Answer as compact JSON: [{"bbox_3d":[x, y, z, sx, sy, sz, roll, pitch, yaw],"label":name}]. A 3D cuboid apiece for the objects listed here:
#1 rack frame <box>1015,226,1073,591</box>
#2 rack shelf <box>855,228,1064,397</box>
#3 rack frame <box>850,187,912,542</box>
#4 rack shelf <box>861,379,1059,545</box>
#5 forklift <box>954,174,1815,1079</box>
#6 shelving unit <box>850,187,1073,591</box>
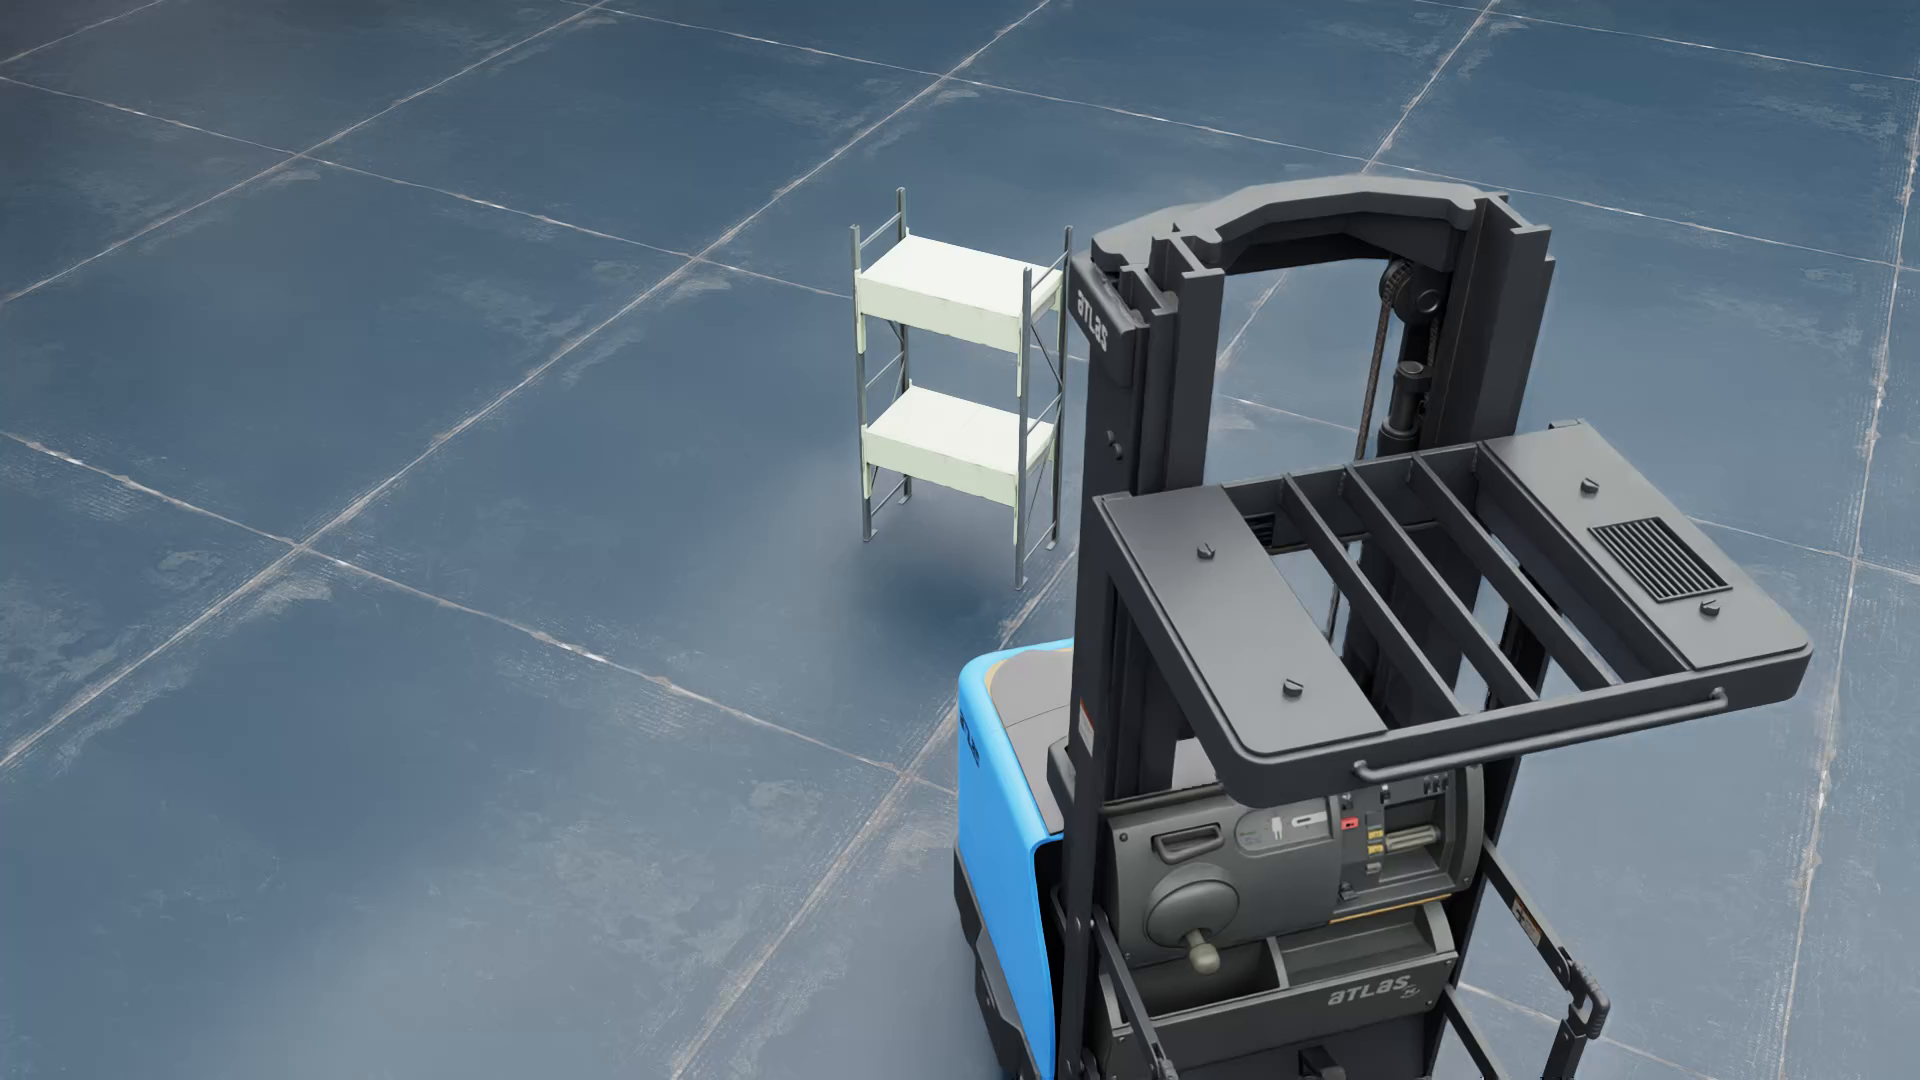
[{"bbox_3d":[0.331,-0.494,6.660,0.023,1.500,0.400,17,41,21],"label":"rack frame"},{"bbox_3d":[0.006,-0.906,6.558,0.720,0.370,0.431,17,41,21],"label":"rack shelf"},{"bbox_3d":[-0.319,-0.697,6.928,0.023,1.500,0.400,17,41,21],"label":"rack frame"},{"bbox_3d":[0.006,-0.336,6.991,0.720,0.370,0.431,17,41,21],"label":"rack shelf"},{"bbox_3d":[0.859,0.825,3.739,1.130,2.935,3.031,-9,38,-12],"label":"forklift"},{"bbox_3d":[0.006,-0.596,6.794,0.755,1.500,0.431,17,41,21],"label":"shelving unit"}]
